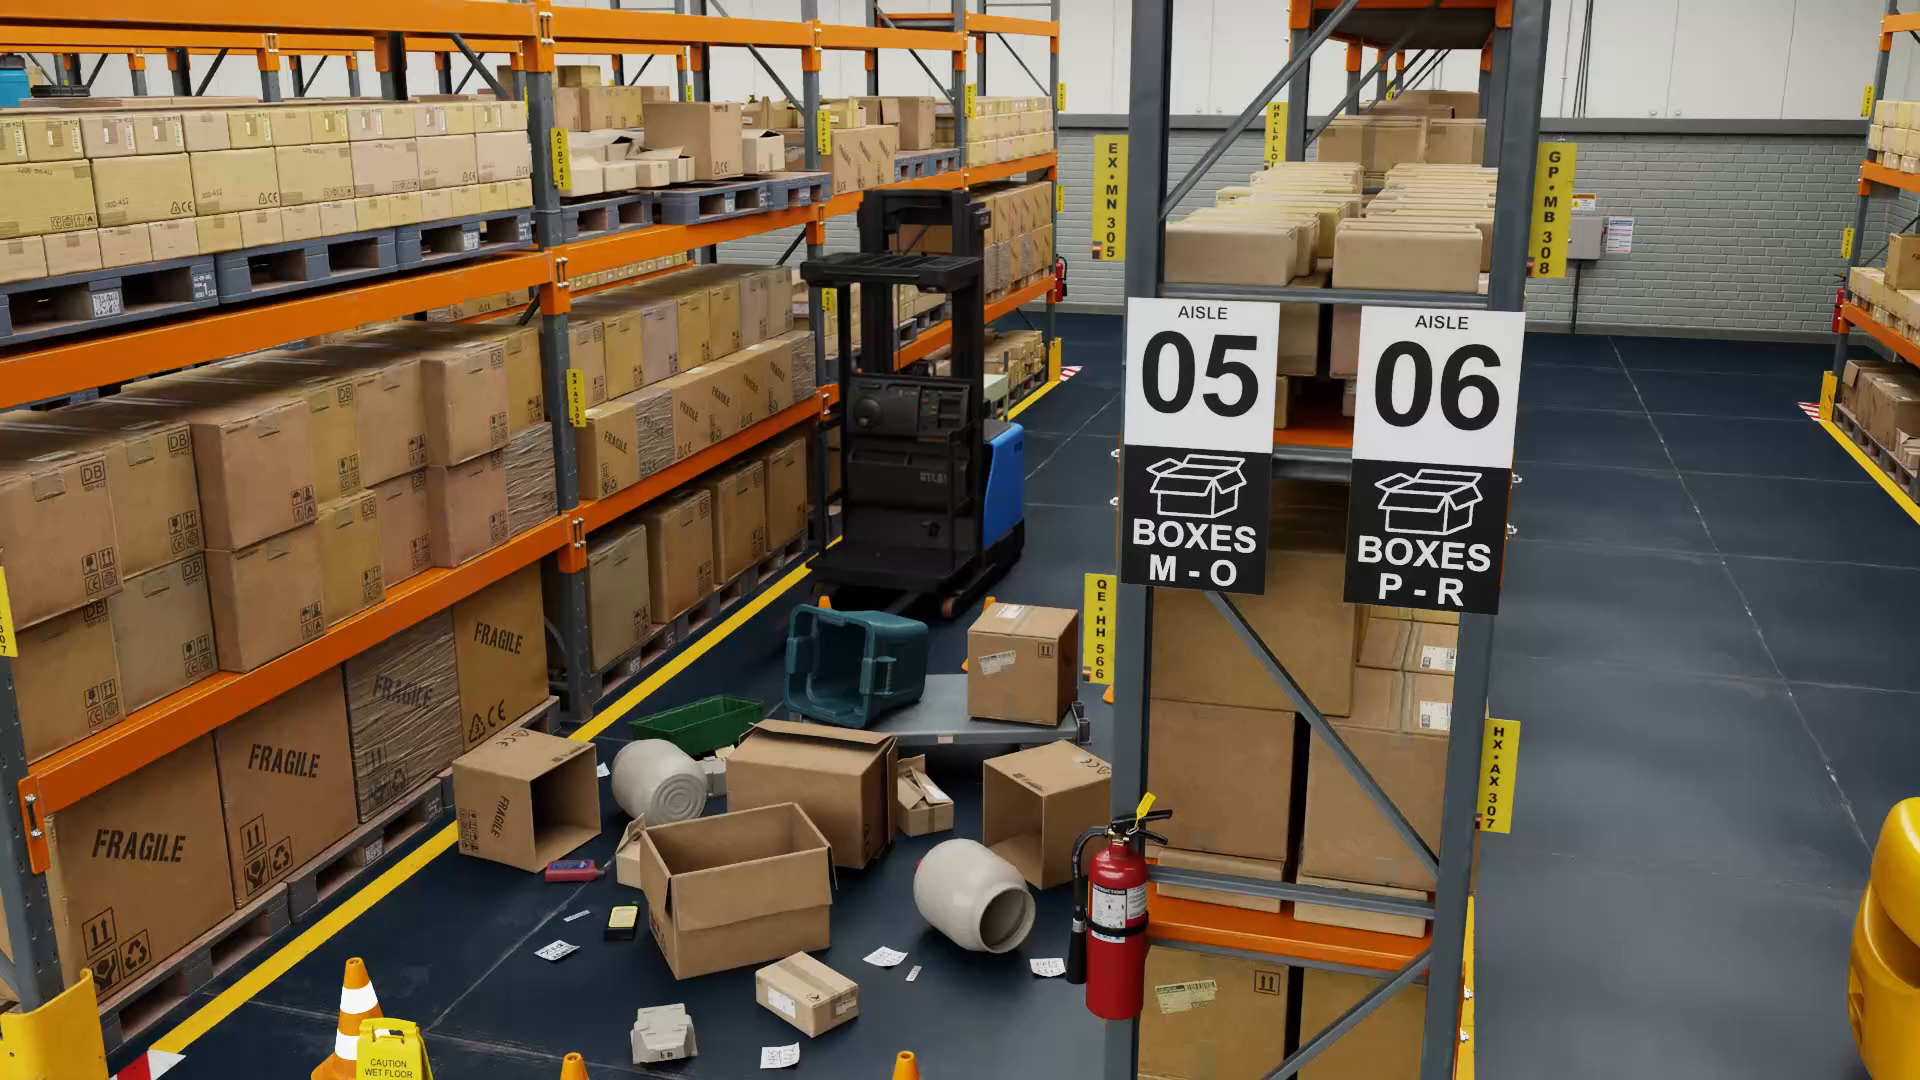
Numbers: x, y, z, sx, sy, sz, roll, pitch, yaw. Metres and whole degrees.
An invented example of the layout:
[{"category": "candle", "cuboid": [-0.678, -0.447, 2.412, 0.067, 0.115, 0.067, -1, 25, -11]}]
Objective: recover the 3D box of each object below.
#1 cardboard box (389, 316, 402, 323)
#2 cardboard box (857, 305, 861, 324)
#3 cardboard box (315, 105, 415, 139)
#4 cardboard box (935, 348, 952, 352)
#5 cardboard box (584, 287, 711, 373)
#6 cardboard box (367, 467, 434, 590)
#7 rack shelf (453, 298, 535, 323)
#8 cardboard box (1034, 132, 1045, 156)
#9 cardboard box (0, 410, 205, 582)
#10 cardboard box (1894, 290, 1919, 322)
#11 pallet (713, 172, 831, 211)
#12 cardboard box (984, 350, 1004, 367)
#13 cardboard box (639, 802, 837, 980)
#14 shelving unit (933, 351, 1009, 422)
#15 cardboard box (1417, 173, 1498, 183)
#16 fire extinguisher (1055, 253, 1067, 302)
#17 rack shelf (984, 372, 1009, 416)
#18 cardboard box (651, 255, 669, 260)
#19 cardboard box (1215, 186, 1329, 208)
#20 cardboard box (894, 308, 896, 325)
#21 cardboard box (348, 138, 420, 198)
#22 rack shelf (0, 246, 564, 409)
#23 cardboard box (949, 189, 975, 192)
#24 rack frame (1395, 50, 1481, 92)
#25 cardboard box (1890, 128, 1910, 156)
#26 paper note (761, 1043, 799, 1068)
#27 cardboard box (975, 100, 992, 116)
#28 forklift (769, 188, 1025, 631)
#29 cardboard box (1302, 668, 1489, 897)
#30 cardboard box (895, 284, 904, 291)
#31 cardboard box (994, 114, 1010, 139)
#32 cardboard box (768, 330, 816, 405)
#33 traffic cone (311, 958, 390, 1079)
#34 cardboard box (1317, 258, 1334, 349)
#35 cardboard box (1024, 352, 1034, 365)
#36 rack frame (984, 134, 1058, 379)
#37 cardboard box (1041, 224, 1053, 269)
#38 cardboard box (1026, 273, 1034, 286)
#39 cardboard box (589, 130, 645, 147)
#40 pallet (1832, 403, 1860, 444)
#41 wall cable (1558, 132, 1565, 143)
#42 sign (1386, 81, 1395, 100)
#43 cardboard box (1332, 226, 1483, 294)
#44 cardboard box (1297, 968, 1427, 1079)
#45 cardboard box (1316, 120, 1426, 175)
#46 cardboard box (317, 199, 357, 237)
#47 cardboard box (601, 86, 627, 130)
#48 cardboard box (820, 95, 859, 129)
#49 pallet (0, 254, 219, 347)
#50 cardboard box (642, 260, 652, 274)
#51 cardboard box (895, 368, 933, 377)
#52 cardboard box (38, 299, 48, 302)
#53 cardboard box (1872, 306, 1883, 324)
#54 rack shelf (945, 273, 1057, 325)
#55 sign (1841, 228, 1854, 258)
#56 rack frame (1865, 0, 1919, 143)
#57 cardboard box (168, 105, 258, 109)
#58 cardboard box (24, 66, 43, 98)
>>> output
[{"category": "cardboard box", "cuboid": [-5.614, -2.273, 16.161, 0.500, 0.500, 0.500, 4, 16, 15]}, {"category": "cardboard box", "cuboid": [-1.024, -1.980, 14.460, 0.380, 0.149, 0.250, 5, 17, 16]}, {"category": "cardboard box", "cuboid": [-2.795, -1.962, 7.798, 0.380, 0.149, 0.250, 5, 16, 16]}, {"category": "cardboard box", "cuboid": [-0.109, -2.118, 19.164, 0.380, 0.149, 0.250, 5, 16, 16]}, {"category": "cardboard box", "cuboid": [-2.141, -1.450, 11.428, 0.700, 0.500, 0.500, 4, 16, 15]}, {"category": "cardboard box", "cuboid": [-3.204, -0.088, 8.369, 0.875, 0.550, 0.550, 5, 16, 16]}, {"category": "rack shelf", "cuboid": [-5.732, -2.026, 16.794, 1.077, 0.370, 4.000, 5, 16, 16]}, {"category": "cardboard box", "cuboid": [0.687, -4.628, 19.428, 0.500, 0.250, 0.500, 5, 16, 16]}, {"category": "cardboard box", "cuboid": [-3.636, -0.182, 6.719, 0.875, 0.550, 0.550, 5, 16, 16]}, {"category": "cardboard box", "cuboid": [9.292, -2.228, 15.917, 0.500, 0.250, 0.500, 5, 16, 15]}, {"category": "pallet", "cuboid": [-1.705, -2.618, 12.410, 1.213, 0.211, 1.003, 5, 17, 18]}, {"category": "cardboard box", "cuboid": [0.329, -2.082, 19.038, 0.380, 0.149, 0.250, 5, 17, 16]}, {"category": "cardboard box", "cuboid": [-1.000, 1.558, 7.416, 0.797, 0.503, 0.637, -7, 17, -23]}, {"category": "shelving unit", "cuboid": [0.094, -0.780, 13.832, 0.431, 1.500, 0.755, 5, 17, 18]}, {"category": "cardboard box", "cuboid": [2.076, -1.427, 6.865, 0.380, 0.149, 0.250, 5, 17, 18]}, {"category": "fire extinguisher", "cuboid": [1.214, -3.344, 20.949, 0.296, 0.674, 0.183, 5, 16, 16]}, {"category": "rack shelf", "cuboid": [0.094, -1.156, 13.725, 0.431, 0.370, 0.720, 5, 17, 18]}, {"category": "cardboard box", "cuboid": [-4.054, -3.733, 21.223, 0.500, 0.250, 0.500, 4, 16, 15]}, {"category": "cardboard box", "cuboid": [1.145, -1.209, 6.095, 0.380, 0.149, 0.250, 5, 17, 17]}, {"category": "cardboard box", "cuboid": [-0.802, -2.036, 15.200, 0.380, 0.149, 0.250, 4, 16, 14]}, {"category": "cardboard box", "cuboid": [-2.892, -1.744, 7.761, 0.500, 0.250, 0.500, 4, 16, 15]}, {"category": "rack shelf", "cuboid": [-3.278, -0.965, 7.556, 1.077, 0.370, 4.000, 5, 16, 16]}, {"category": "cardboard box", "cuboid": [-0.130, -3.706, 18.837, 0.500, 0.500, 0.500, 4, 16, 14]}, {"category": "rack frame", "cuboid": [5.475, -6.060, 18.702, 1.000, 3.000, 0.127, 5, 16, 16]}, {"category": "cardboard box", "cuboid": [9.565, -3.941, 16.460, 0.500, 0.250, 0.500, 4, 16, 14]}, {"category": "paper note", "cuboid": [-0.712, 2.039, 6.584, 0.148, 0.019, 0.142, -1, 16, -3]}, {"category": "cardboard box", "cuboid": [0.122, -4.548, 17.498, 0.380, 0.149, 0.250, 4, 16, 14]}, {"category": "forklift", "cuboid": [-0.447, -0.970, 11.879, 1.130, 2.935, 3.031, 5, 17, 18]}, {"category": "cardboard box", "cuboid": [1.329, 0.719, 5.070, 0.500, 0.500, 0.500, 4, 16, 15]}, {"category": "cardboard box", "cuboid": [-0.734, -2.391, 15.362, 0.380, 0.149, 0.250, 4, 16, 13]}, {"category": "cardboard box", "cuboid": [0.233, -4.464, 17.931, 0.500, 0.250, 0.500, 5, 17, 17]}, {"category": "cardboard box", "cuboid": [-1.444, -1.347, 12.899, 0.500, 0.500, 0.500, 5, 16, 16]}, {"category": "traffic cone", "cuboid": [-2.334, 1.847, 6.471, 0.336, 0.463, 0.334, 5, 16, 16]}, {"category": "cardboard box", "cuboid": [0.972, -0.787, 5.339, 0.500, 0.250, 0.500, 4, 16, 15]}, {"category": "cardboard box", "cuboid": [0.678, -2.208, 20.027, 0.380, 0.149, 0.250, 4, 16, 14]}, {"category": "rack frame", "cuboid": [0.700, -3.531, 20.781, 1.000, 3.000, 0.127, 5, 16, 16]}, {"category": "cardboard box", "cuboid": [0.819, -3.585, 20.242, 0.500, 0.500, 0.500, 5, 17, 17]}, {"category": "cardboard box", "cuboid": [0.665, -3.105, 19.741, 0.380, 0.149, 0.250, 5, 17, 17]}, {"category": "cardboard box", "cuboid": [-2.278, -2.651, 11.391, 0.500, 0.311, 0.500, 4, 16, 15]}, {"category": "pallet", "cuboid": [9.988, -1.219, 17.742, 1.003, 0.211, 1.213, 5, 16, 16]}, {"category": "wall cable", "cuboid": [8.418, -5.032, 24.213, 0.588, 1.984, 0.122, 5, 16, 16]}, {"category": "sign", "cuboid": [4.945, -5.120, 19.139, 0.100, 0.325, 0.005, 5, 16, 16]}, {"category": "cardboard box", "cuboid": [1.225, -0.771, 4.551, 0.380, 0.149, 0.250, 5, 16, 15]}, {"category": "cardboard box", "cuboid": [1.429, 1.577, 5.669, 0.500, 0.500, 0.500, 4, 16, 14]}, {"category": "cardboard box", "cuboid": [2.107, -2.009, 8.507, 0.500, 0.250, 0.500, 5, 17, 17]}, {"category": "cardboard box", "cuboid": [-2.940, -1.444, 7.435, 0.380, 0.149, 0.250, 5, 16, 16]}, {"category": "cardboard box", "cuboid": [-4.499, -5.266, 20.266, 0.700, 0.500, 0.500, 3, 16, 12]}, {"category": "cardboard box", "cuboid": [-1.047, -3.517, 13.648, 0.396, 0.266, 0.258, 5, 16, 16]}, {"category": "pallet", "cuboid": [-3.646, -0.940, 6.313, 1.003, 0.211, 1.213, 5, 16, 16]}, {"category": "cardboard box", "cuboid": [-4.101, -3.435, 20.904, 0.380, 0.149, 0.250, 4, 16, 15]}, {"category": "cardboard box", "cuboid": [-0.565, -1.497, 16.046, 0.500, 0.250, 0.500, 5, 17, 19]}, {"category": "cardboard box", "cuboid": [-7.077, -1.490, 11.717, 1.000, 1.000, 1.000, 5, 17, 16]}, {"category": "cardboard box", "cuboid": [9.465, -2.271, 16.799, 0.380, 0.149, 0.250, 4, 16, 14]}, {"category": "rack shelf", "cuboid": [0.132, -2.662, 19.034, 1.077, 0.370, 4.000, 5, 16, 16]}, {"category": "sign", "cuboid": [9.715, -3.248, 18.197, 0.100, 0.325, 0.005, 5, 16, 16]}, {"category": "rack frame", "cuboid": [10.235, -5.676, 17.349, 1.000, 3.000, 0.127, 5, 16, 16]}, {"category": "cardboard box", "cuboid": [-3.500, -1.945, 7.740, 0.380, 0.149, 0.250, 5, 16, 16]}, {"category": "cardboard box", "cuboid": [-13.654, -6.548, 23.904, 0.700, 0.500, 0.500, 5, 16, 16]}]
